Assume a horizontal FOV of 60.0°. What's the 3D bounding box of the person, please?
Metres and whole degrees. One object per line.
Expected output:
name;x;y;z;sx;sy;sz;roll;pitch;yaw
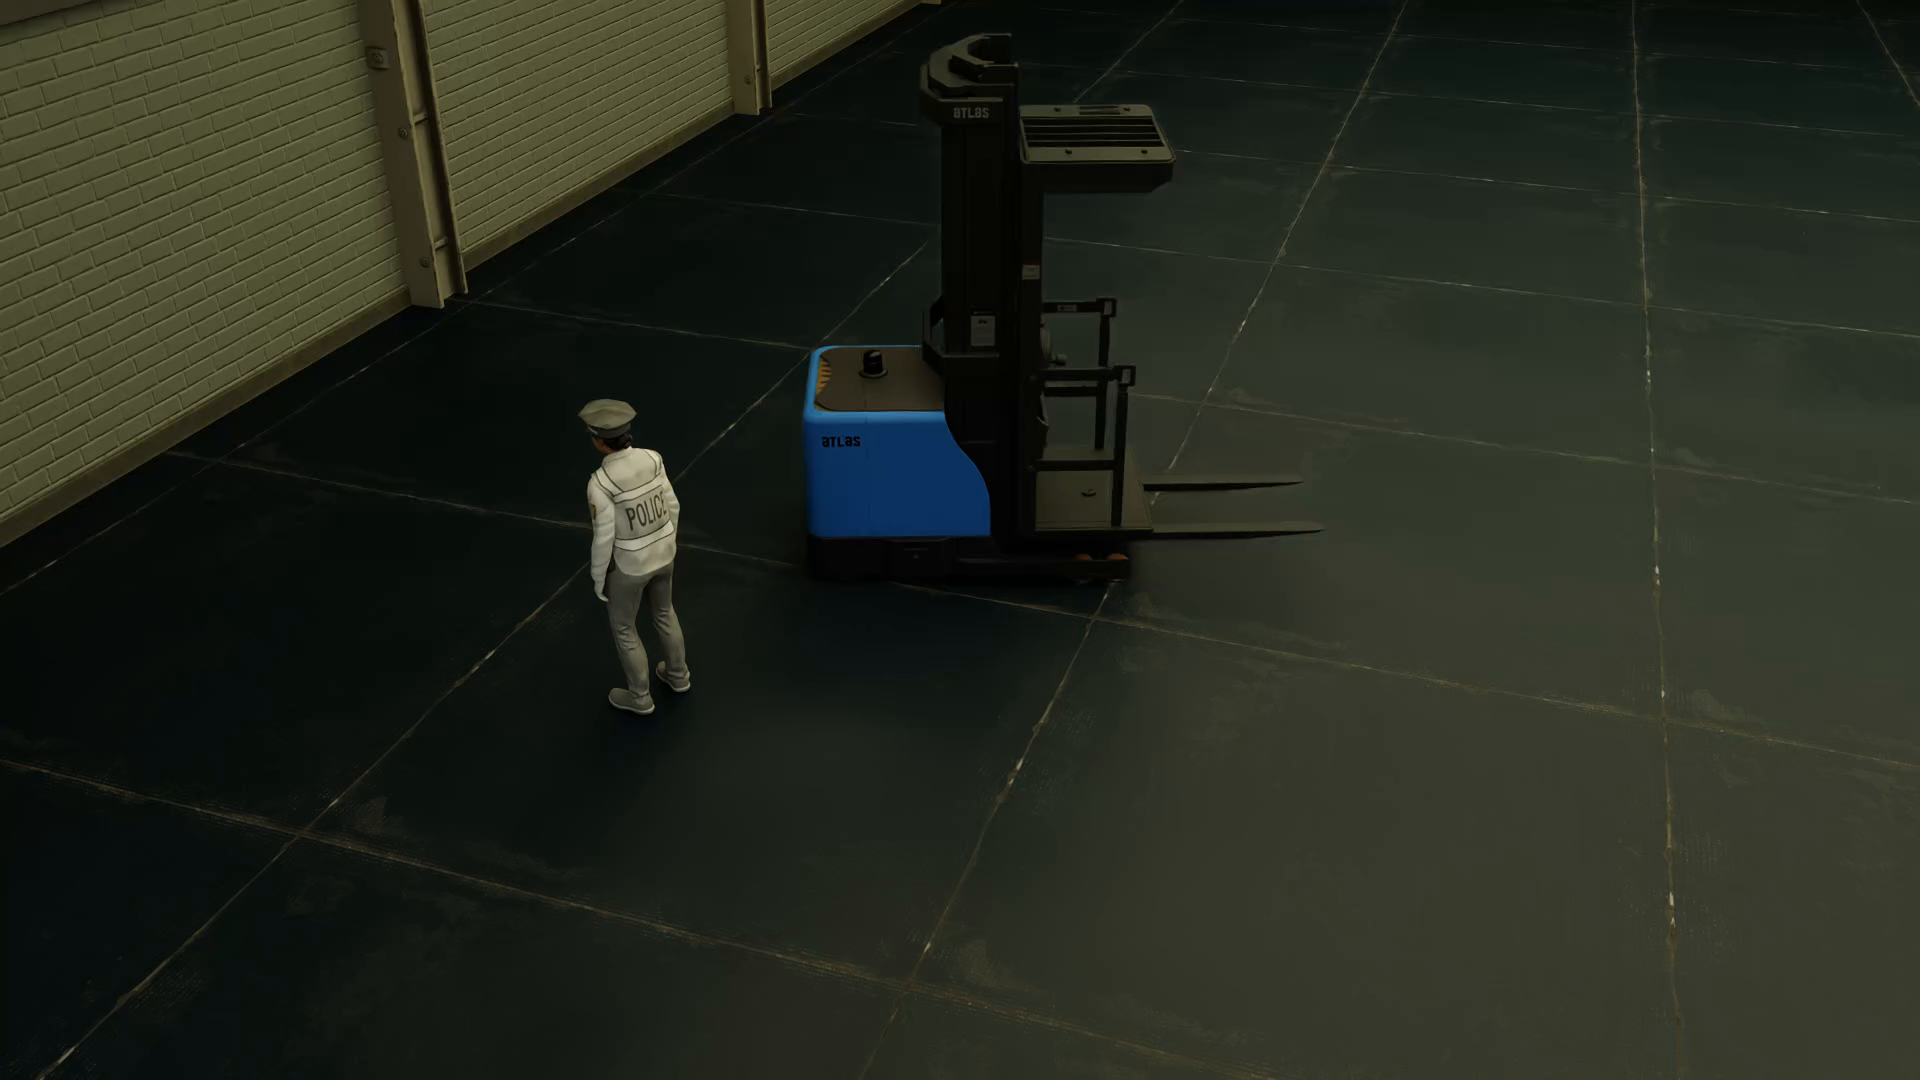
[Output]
person;-1.610;0.104;8.237;0.376;1.662;0.532;23;37;34

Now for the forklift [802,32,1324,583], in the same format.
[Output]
forklift;0.615;-1.287;9.395;3.031;2.935;1.130;-1;30;-1
